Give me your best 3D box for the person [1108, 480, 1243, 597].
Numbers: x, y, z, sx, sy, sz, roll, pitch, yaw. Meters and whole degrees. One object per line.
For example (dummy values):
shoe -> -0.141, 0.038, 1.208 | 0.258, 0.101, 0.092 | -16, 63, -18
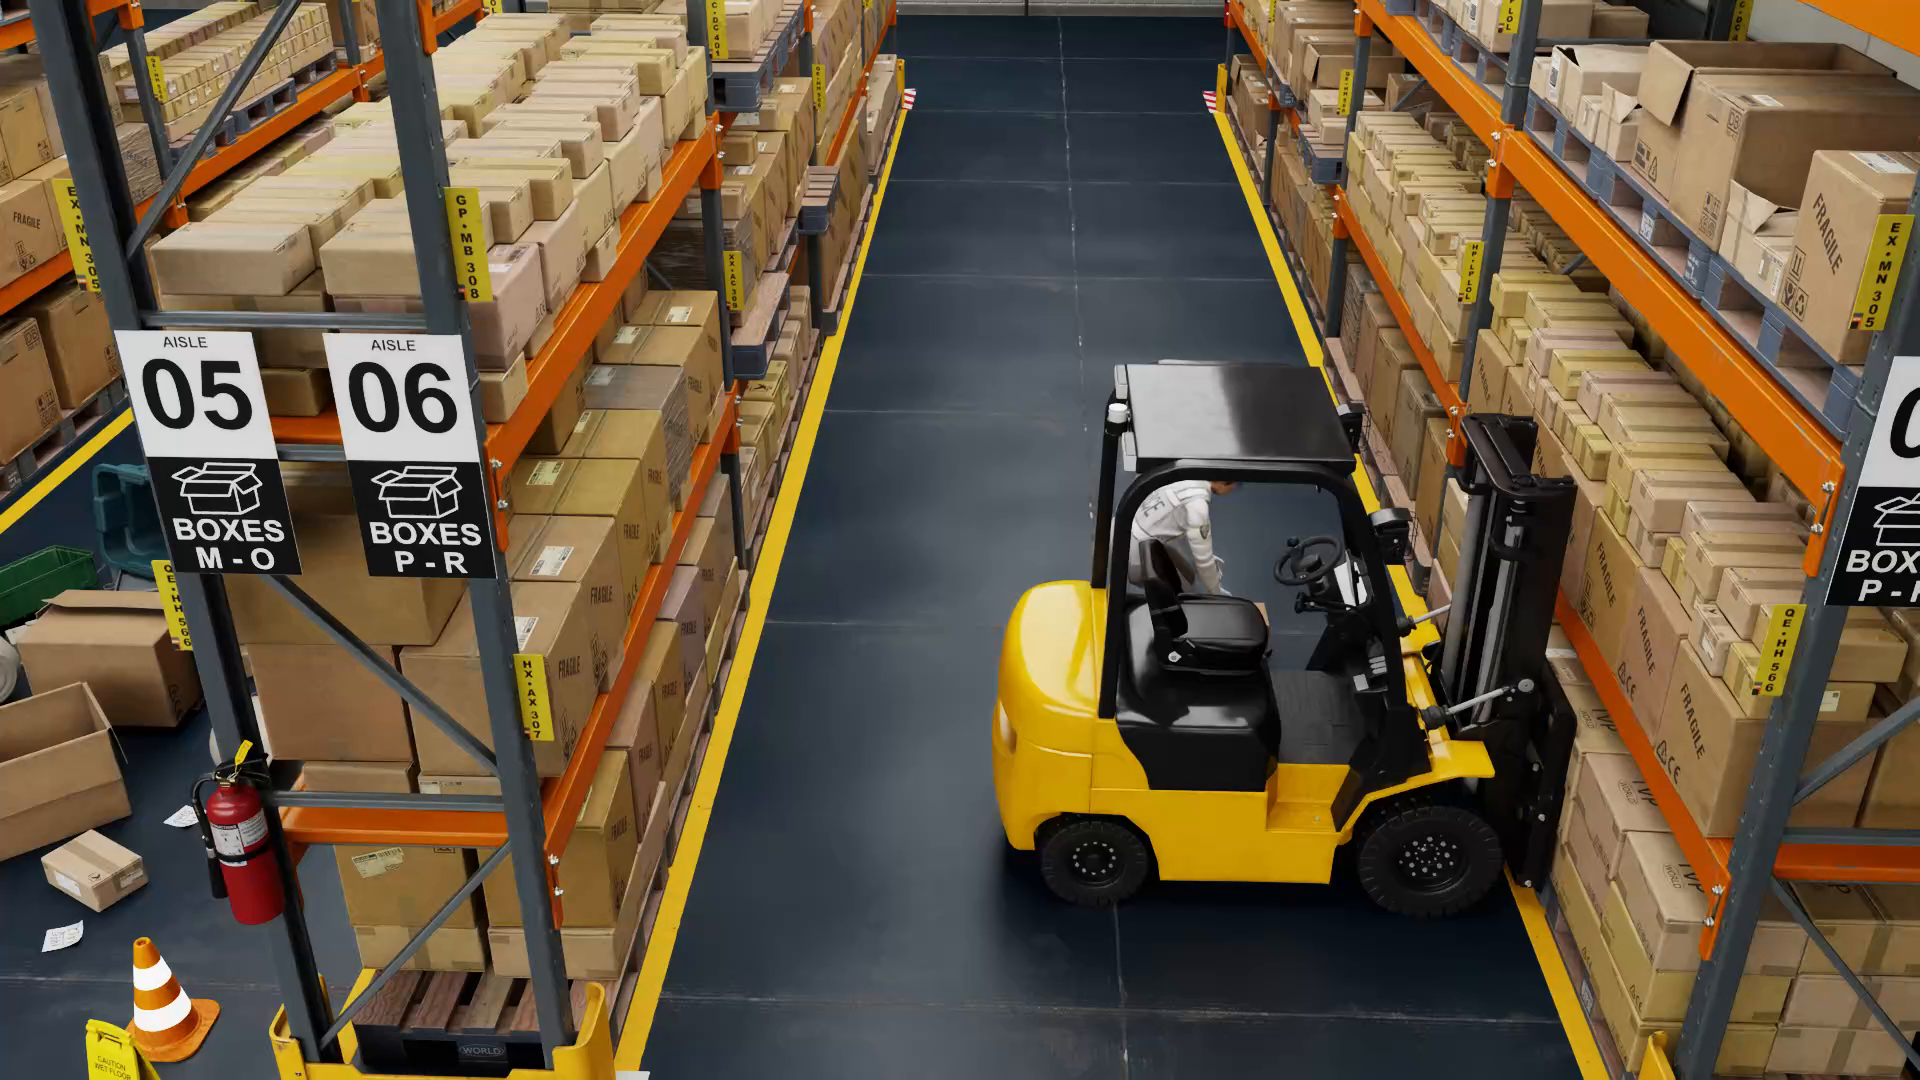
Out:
person -> 1.168, 0.062, 8.967 | 0.776, 1.235, 0.529 | 1, 28, 2
